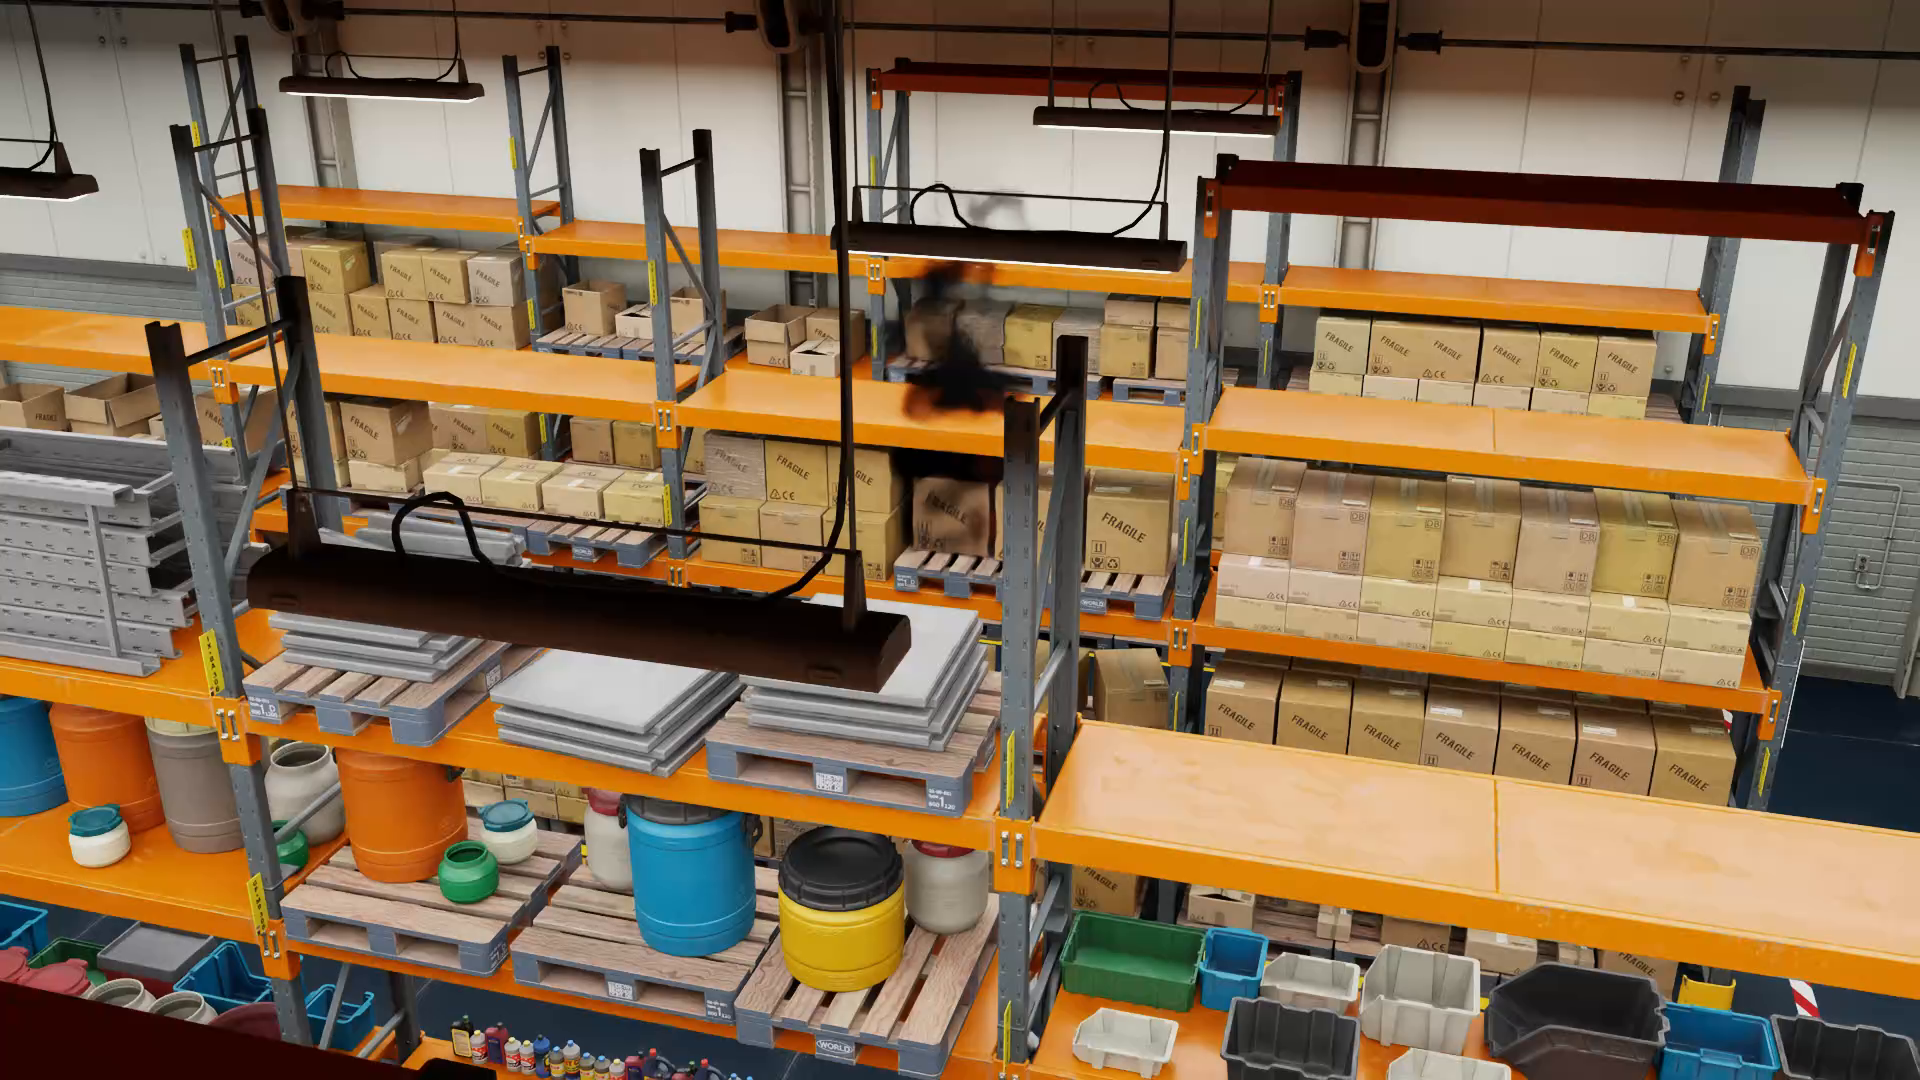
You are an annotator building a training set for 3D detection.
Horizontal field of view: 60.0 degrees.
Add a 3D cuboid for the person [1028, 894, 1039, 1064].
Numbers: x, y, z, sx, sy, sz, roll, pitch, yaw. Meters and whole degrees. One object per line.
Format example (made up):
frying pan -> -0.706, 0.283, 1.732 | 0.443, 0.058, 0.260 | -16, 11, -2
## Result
person -> 0.336, 3.006, 11.476 | 0.528, 1.581, 0.639 | 3, 23, 8
